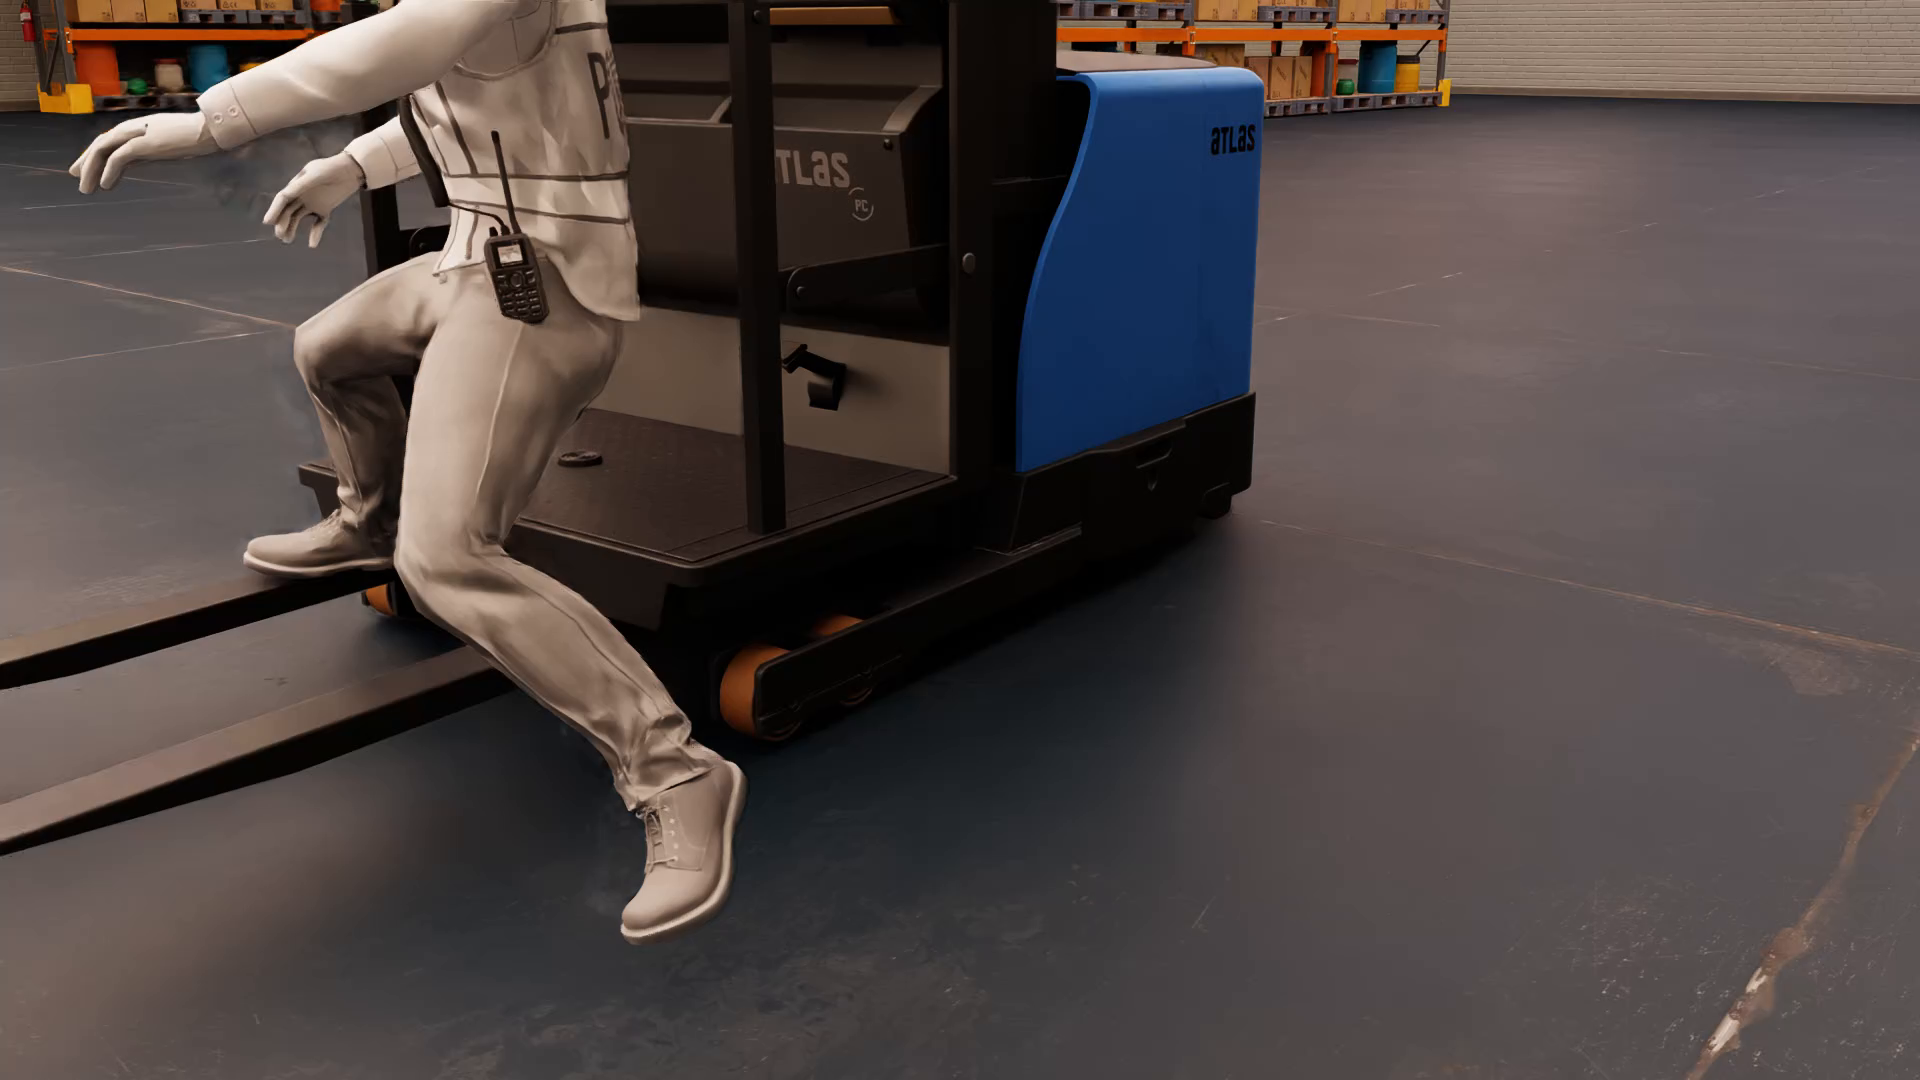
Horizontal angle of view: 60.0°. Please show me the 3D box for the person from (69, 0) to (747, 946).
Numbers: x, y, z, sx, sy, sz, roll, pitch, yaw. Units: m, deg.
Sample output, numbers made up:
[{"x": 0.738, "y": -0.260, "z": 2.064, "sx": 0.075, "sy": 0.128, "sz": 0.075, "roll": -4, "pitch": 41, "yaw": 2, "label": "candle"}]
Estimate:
[{"x": -0.752, "y": -0.360, "z": 2.322, "sx": 0.811, "sy": 1.484, "sz": 1.211, "roll": -3, "pitch": 17, "yaw": -10, "label": "person"}]

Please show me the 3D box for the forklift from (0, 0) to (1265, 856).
[{"x": -0.558, "y": -1.221, "z": 2.917, "sx": 1.130, "sy": 2.935, "sz": 3.031, "roll": 12, "pitch": 21, "yaw": 35, "label": "forklift"}]
